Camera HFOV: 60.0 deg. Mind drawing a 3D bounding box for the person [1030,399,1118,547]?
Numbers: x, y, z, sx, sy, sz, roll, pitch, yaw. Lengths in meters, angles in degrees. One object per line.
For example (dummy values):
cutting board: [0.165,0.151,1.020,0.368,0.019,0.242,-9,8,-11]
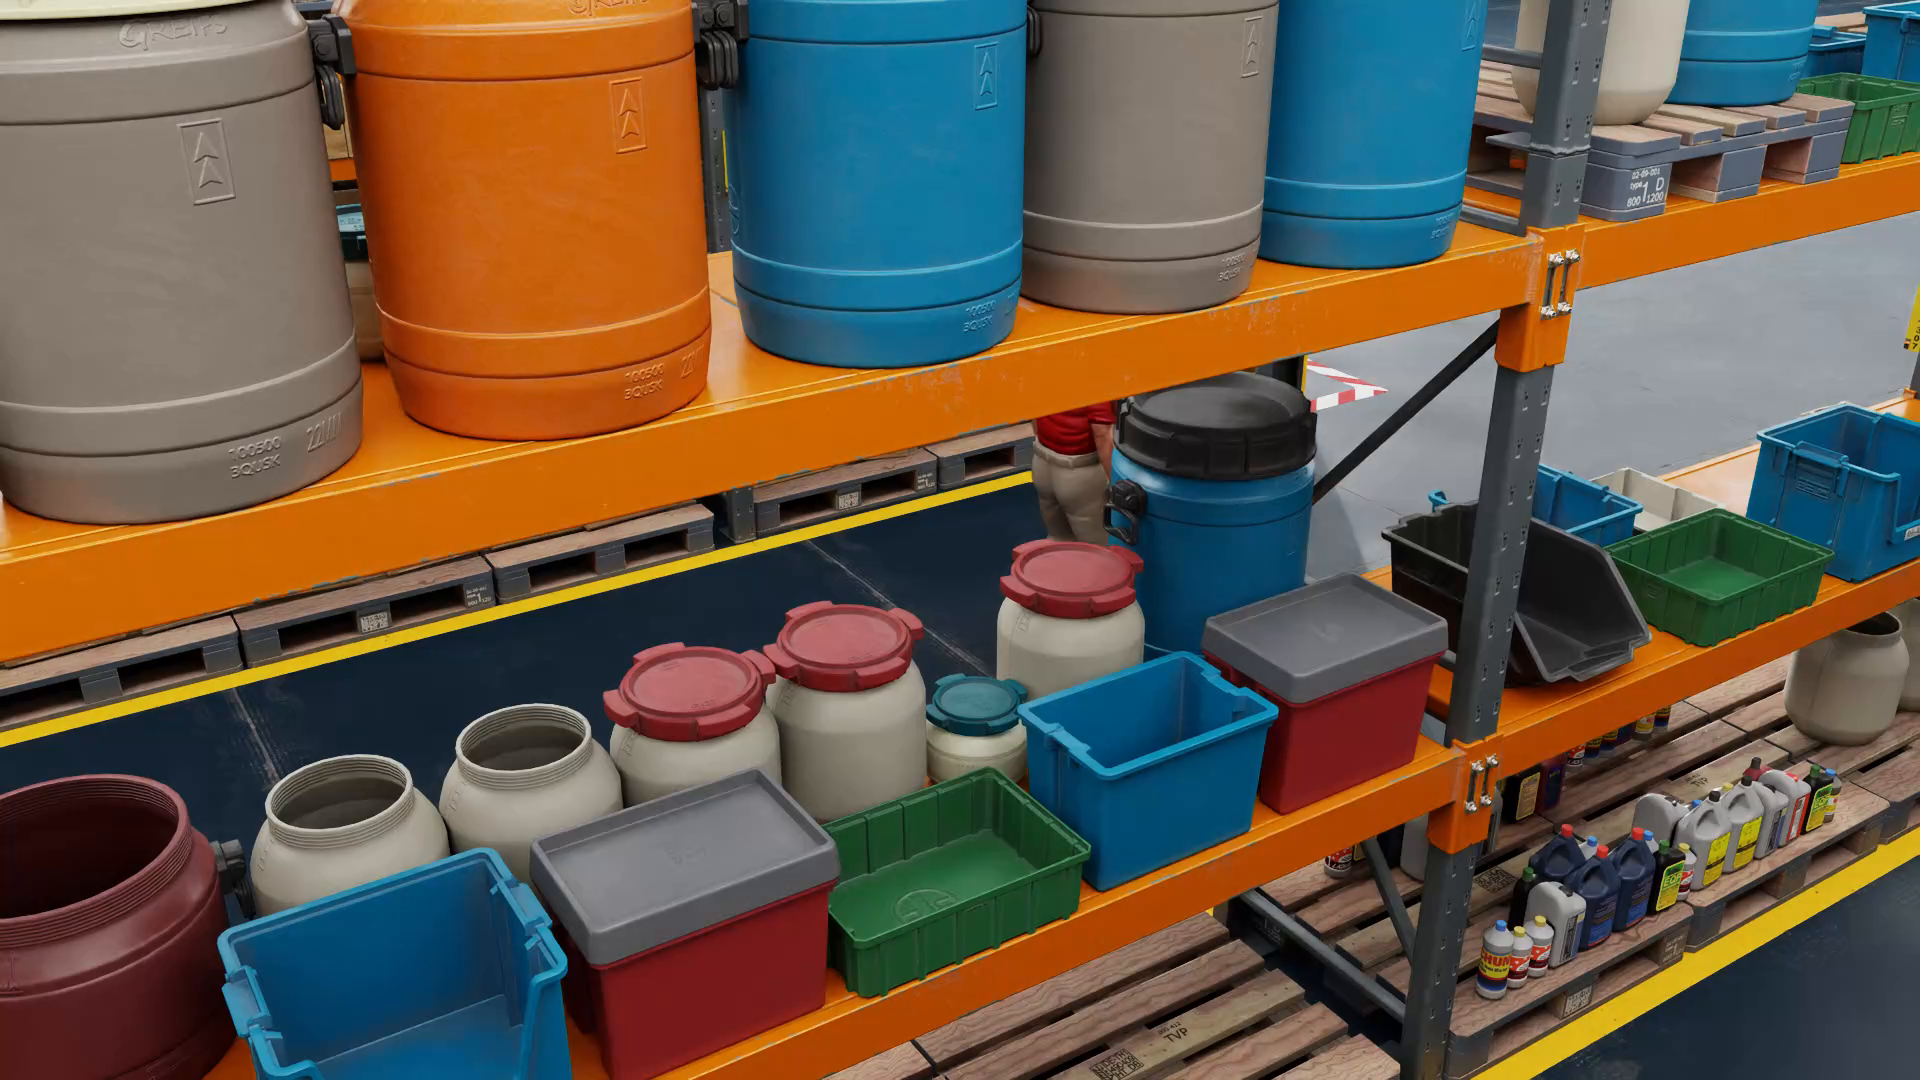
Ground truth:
person: [0.559,-0.316,7.803,0.390,1.726,0.589,-17,30,-32]
